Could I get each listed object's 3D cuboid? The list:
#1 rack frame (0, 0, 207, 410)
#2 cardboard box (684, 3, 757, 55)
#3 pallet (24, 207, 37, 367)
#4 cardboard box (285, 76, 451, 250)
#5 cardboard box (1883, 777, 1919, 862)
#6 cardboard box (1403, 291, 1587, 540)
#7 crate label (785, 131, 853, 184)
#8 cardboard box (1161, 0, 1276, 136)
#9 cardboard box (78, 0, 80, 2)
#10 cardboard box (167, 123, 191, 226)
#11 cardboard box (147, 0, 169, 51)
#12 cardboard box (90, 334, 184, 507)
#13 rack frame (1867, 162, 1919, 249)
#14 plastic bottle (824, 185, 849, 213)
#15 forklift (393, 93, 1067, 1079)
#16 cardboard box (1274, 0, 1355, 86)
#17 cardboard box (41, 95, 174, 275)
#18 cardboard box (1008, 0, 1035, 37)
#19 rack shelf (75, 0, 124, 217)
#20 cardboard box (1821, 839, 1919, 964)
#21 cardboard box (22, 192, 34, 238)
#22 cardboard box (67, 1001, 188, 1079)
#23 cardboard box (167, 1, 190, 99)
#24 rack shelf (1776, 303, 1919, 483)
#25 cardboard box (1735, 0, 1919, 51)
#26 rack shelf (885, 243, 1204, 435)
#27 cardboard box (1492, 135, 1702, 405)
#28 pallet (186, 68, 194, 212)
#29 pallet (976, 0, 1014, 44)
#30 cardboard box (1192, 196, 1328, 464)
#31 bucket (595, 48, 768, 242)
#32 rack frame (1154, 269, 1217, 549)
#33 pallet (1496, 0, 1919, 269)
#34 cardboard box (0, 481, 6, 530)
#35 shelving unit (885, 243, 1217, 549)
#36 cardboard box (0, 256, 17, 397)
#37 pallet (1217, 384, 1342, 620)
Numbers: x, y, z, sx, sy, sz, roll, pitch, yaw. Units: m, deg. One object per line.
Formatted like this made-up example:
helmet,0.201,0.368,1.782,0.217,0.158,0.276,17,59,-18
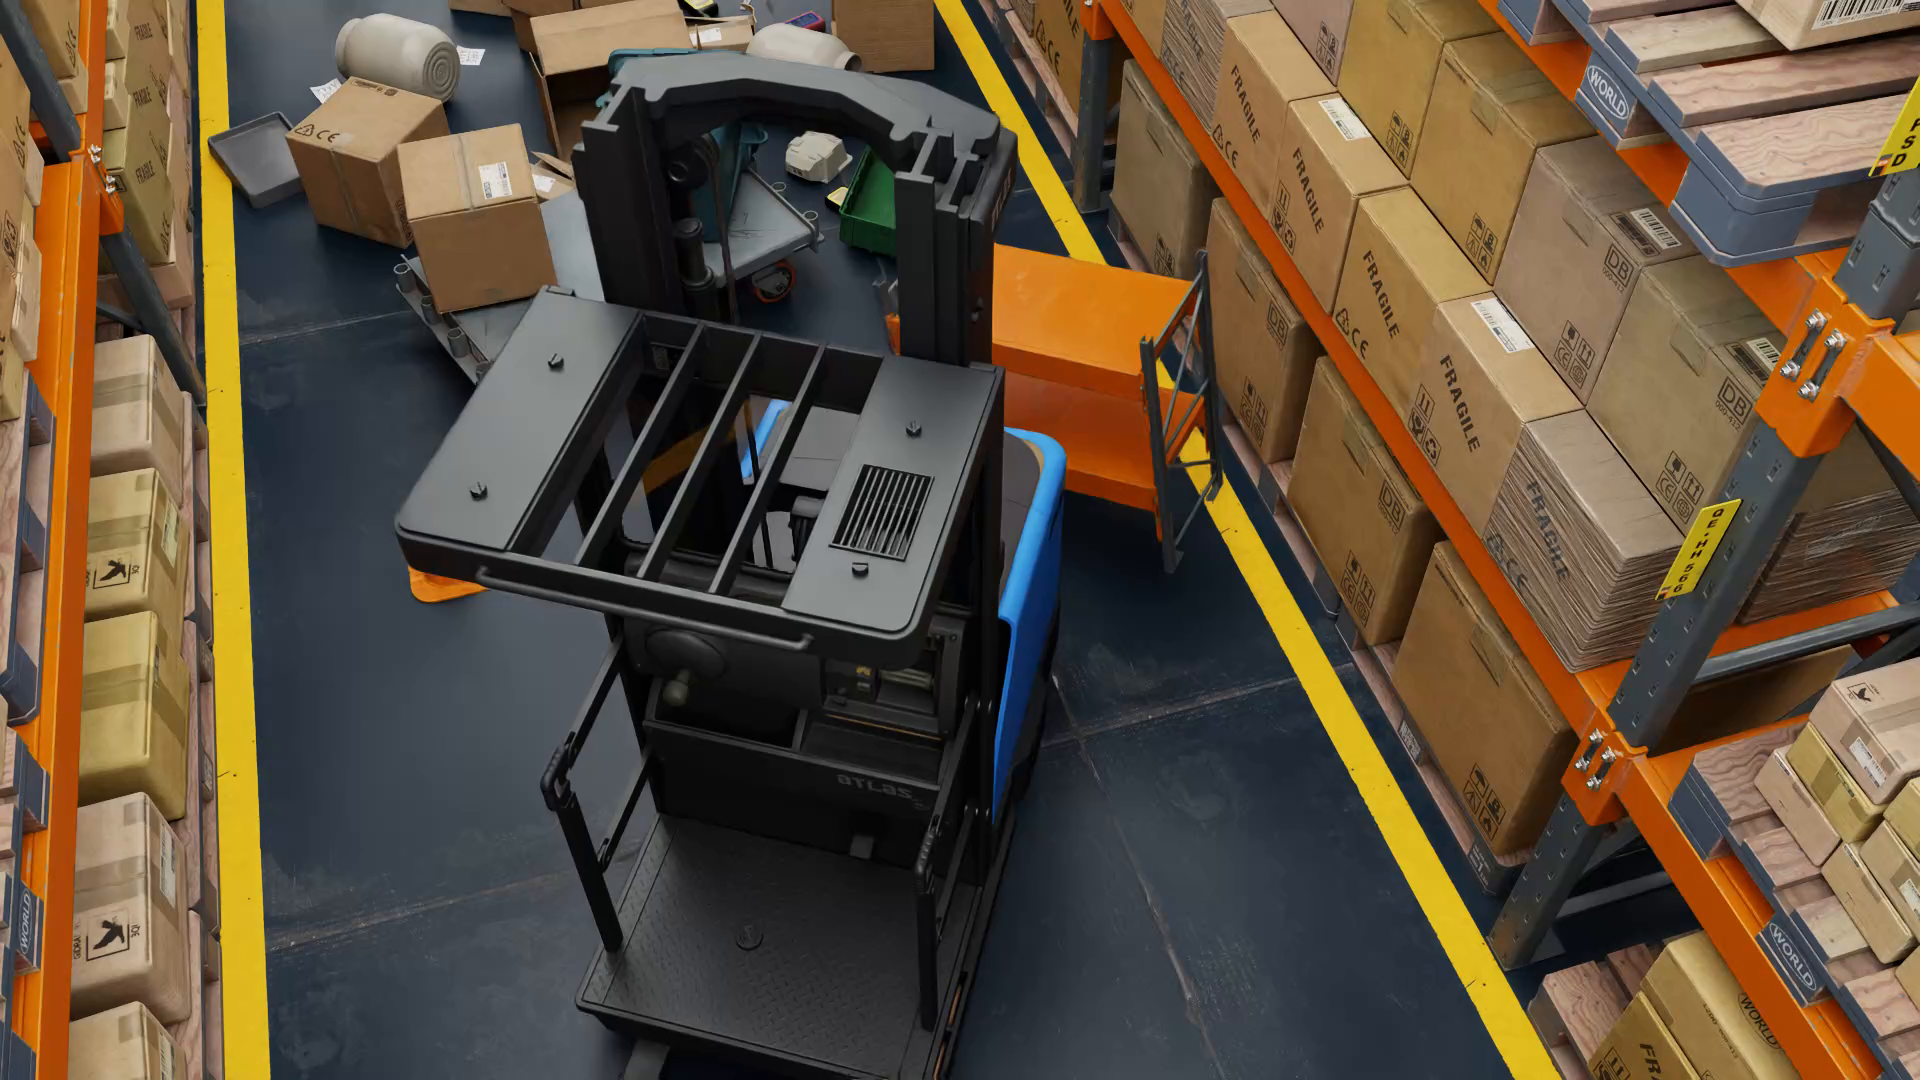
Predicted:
rack frame,-3.669,-1.457,5.806,1.000,3.000,0.127,-13,51,-11
cardboard box,-1.238,-2.608,8.565,0.396,0.266,0.258,-6,50,-5
pallet,-3.581,-0.804,5.381,1.003,0.211,1.213,-13,51,-11
cardboard box,-2.686,-1.743,7.680,0.500,0.500,0.500,18,52,14
cardboard box,2.247,0.602,3.571,0.380,0.149,0.250,-15,51,-12
cardboard box,1.677,-0.394,4.844,0.500,0.500,0.500,-13,51,-11
crate label,-0.698,-1.854,8.013,0.250,0.136,0.298,26,55,20
cardboard box,1.079,-1.869,6.088,0.500,0.500,0.500,-13,51,-11
cardboard box,-3.727,-2.227,6.620,0.380,0.149,0.250,-12,51,-10
cardboard box,-3.754,-1.586,7.438,0.500,0.250,0.500,-11,51,-9
cardboard box,-4.065,-2.593,7.797,0.500,0.500,0.500,-14,51,-12
cardboard box,-3.511,-0.363,6.328,0.950,0.372,0.625,-13,51,-11
rack frame,2.213,-1.662,2.055,1.000,3.000,0.127,-13,51,-11
plastic bottle,-0.493,-1.564,7.818,0.283,0.061,0.133,35,58,26
forklift,-0.502,0.439,4.311,1.129,2.843,3.031,11,51,9
cardboard box,1.486,-1.899,5.459,0.700,0.500,0.500,-13,51,-11
cardboard box,-3.585,-1.440,6.825,0.500,0.500,0.500,-11,51,-9
cardboard box,0.641,-3.233,8.419,0.875,0.875,0.875,-13,51,-11
rack shelf,-4.260,-2.686,7.313,1.077,0.370,4.000,-13,51,-11
cardboard box,2.232,0.785,3.805,0.380,0.149,0.250,-11,51,-9
cardboard box,-3.192,-1.002,5.312,0.380,0.149,0.250,-15,51,-12
cardboard box,-2.643,1.761,4.537,0.950,0.372,0.625,-16,52,-13
cardboard box,-4.050,-2.337,8.072,0.500,0.250,0.500,-15,51,-12
rack shelf,2.805,0.997,2.246,1.077,0.370,4.000,-13,51,-11
cardboard box,1.826,-1.176,3.420,0.380,0.166,0.250,-13,51,-11
rack shelf,0.310,-0.753,5.909,1.000,0.278,0.538,16,53,25
cardboard box,1.939,-0.783,4.518,0.700,0.500,0.500,-14,51,-12
pallet,-4.265,-1.934,8.032,1.003,0.211,1.213,-13,51,-11
pallet,0.516,-3.217,9.114,1.003,0.211,1.213,-13,51,-11
cardboard box,1.581,-0.922,6.552,1.050,0.750,0.750,-13,51,-11
bucket,-1.212,-1.663,7.127,0.726,0.611,0.620,2,60,2
rack frame,0.798,-0.429,5.901,0.013,0.981,0.475,16,53,25
pallet,1.972,-1.093,3.661,1.213,0.211,1.003,-11,51,-9
cardboard box,-2.836,-0.061,4.519,0.380,0.149,0.250,-12,51,-10
shelving unit,0.358,-0.556,6.120,1.030,0.981,0.538,16,53,25
cardboard box,-3.018,-0.695,4.629,0.500,0.500,0.500,-12,51,-10
pallet,-0.315,1.322,5.287,6.107,0.211,4.108,-13,51,-11
